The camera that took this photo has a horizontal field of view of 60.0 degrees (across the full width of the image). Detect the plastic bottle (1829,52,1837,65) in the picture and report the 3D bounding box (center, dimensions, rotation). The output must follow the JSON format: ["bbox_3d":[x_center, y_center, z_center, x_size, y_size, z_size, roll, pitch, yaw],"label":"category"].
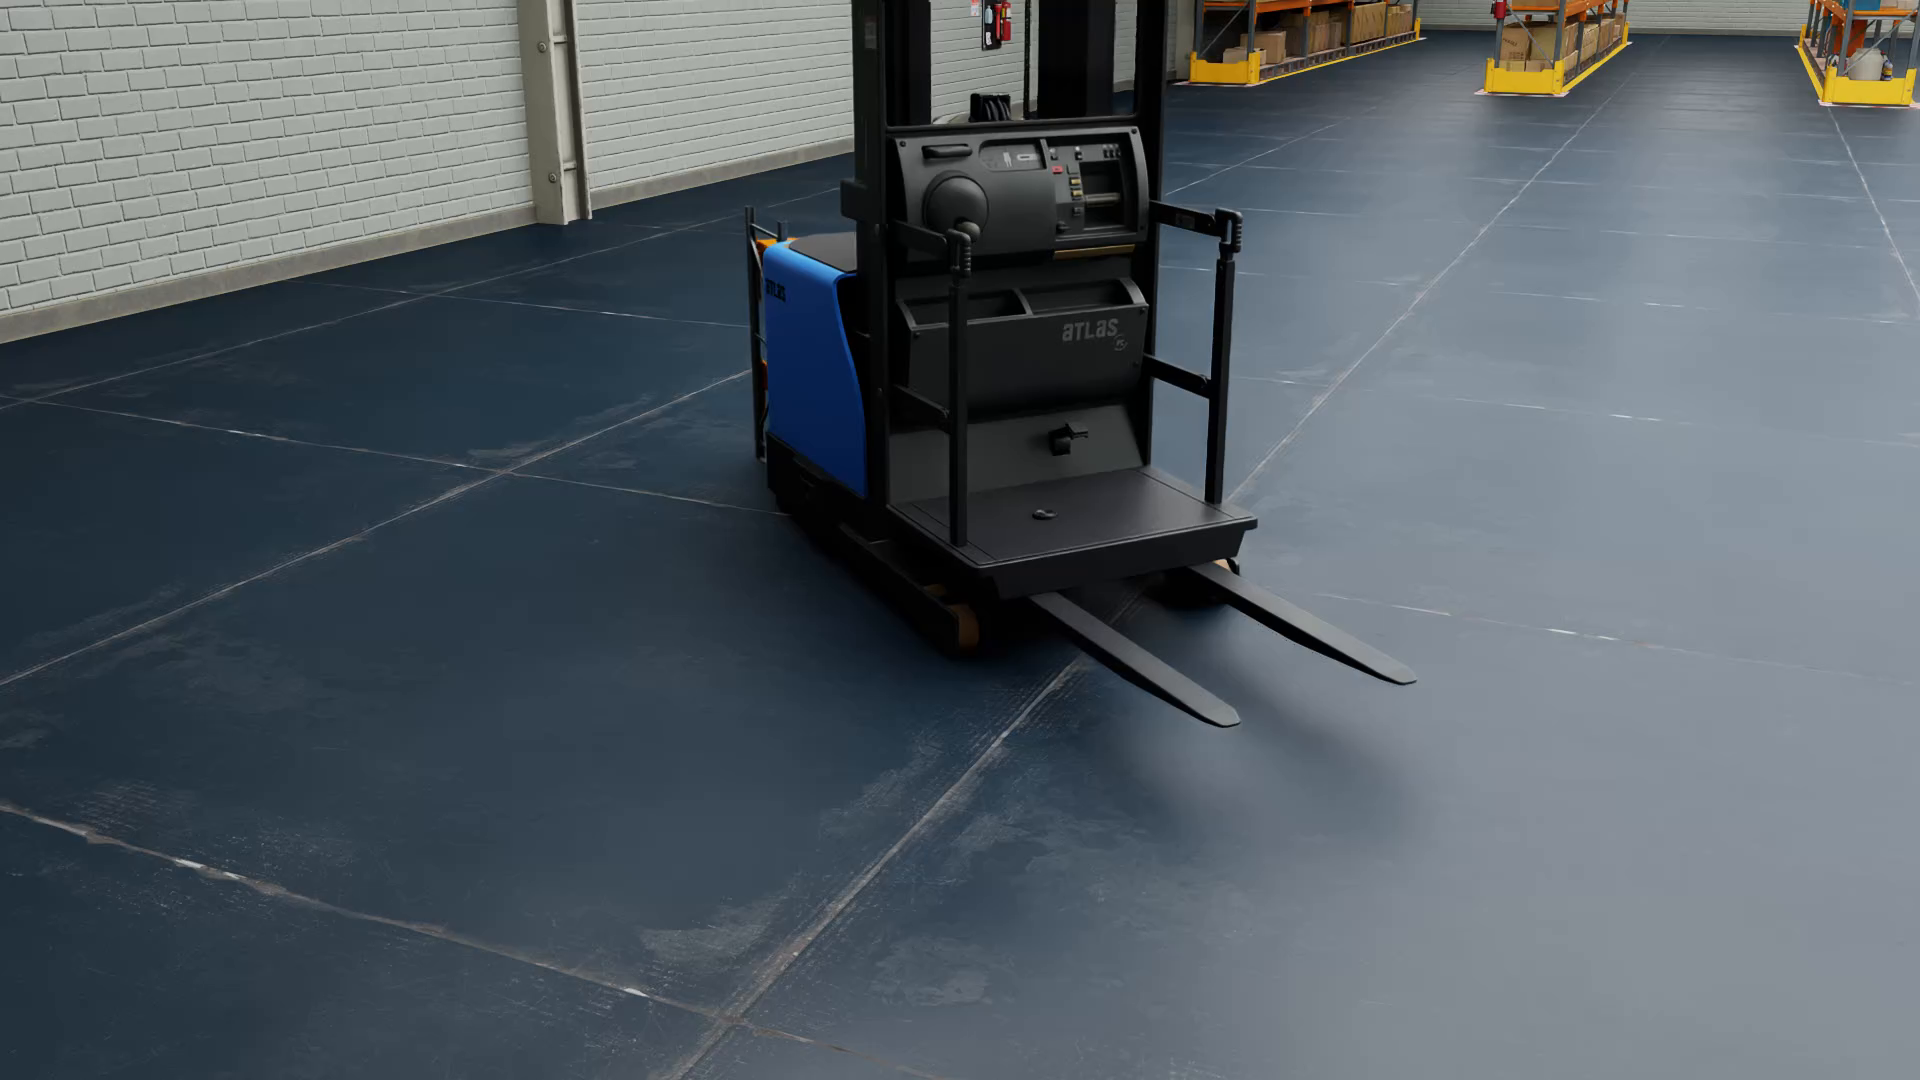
[{"bbox_3d":[14.407,-7.865,27.403,0.144,0.351,0.185,8,21,20],"label":"plastic bottle"}]

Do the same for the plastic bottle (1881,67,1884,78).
[{"bbox_3d":[14.804,-7.496,26.590,0.097,0.201,0.097,0,20,0],"label":"plastic bottle"}]

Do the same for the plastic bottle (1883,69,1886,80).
[{"bbox_3d":[14.625,-7.362,26.213,0.097,0.201,0.097,0,20,0],"label":"plastic bottle"}]

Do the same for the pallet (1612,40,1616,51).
[{"bbox_3d":[14.234,-11.175,37.577,1.003,0.211,1.213,9,21,23],"label":"pallet"}]

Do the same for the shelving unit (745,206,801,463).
[{"bbox_3d":[-0.345,-0.900,7.319,1.048,1.125,0.538,-8,21,-22],"label":"shelving unit"}]

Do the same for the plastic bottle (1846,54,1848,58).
[{"bbox_3d":[14.616,-7.902,27.510,0.144,0.351,0.185,9,21,23],"label":"plastic bottle"}]

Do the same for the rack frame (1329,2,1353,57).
[{"bbox_3d":[7.793,-11.735,34.989,1.000,3.000,0.127,9,21,23],"label":"rack frame"}]

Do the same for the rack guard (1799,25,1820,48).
[{"bbox_3d":[20.105,-11.653,38.488,1.175,0.500,0.348,9,21,23],"label":"rack guard"}]

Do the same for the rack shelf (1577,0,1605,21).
[{"bbox_3d":[11.495,-10.106,31.483,1.077,0.370,4.000,9,21,23],"label":"rack shelf"}]

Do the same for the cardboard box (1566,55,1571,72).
[{"bbox_3d":[10.076,-8.105,28.259,0.500,0.250,0.500,9,21,23],"label":"cardboard box"}]

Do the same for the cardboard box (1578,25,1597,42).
[{"bbox_3d":[12.117,-9.869,32.383,0.500,0.311,0.500,8,21,22],"label":"cardboard box"}]

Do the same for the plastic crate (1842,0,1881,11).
[{"bbox_3d":[13.488,-8.054,24.861,0.499,0.251,0.616,9,21,23],"label":"plastic crate"}]

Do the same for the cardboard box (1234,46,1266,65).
[{"bbox_3d":[5.116,-8.603,29.540,0.500,0.311,0.500,11,22,27],"label":"cardboard box"}]

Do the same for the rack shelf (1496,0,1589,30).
[{"bbox_3d":[9.857,-8.883,28.044,1.077,0.370,4.000,9,21,23],"label":"rack shelf"}]

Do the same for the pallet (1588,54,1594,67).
[{"bbox_3d":[11.941,-9.496,32.856,1.003,0.211,1.213,9,21,23],"label":"pallet"}]

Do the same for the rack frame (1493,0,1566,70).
[{"bbox_3d":[9.038,-8.611,26.205,1.000,3.000,0.127,9,21,23],"label":"rack frame"}]

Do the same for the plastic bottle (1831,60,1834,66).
[{"bbox_3d":[14.093,-7.591,26.746,0.152,0.276,0.135,8,21,21],"label":"plastic bottle"}]

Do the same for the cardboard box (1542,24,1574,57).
[{"bbox_3d":[10.077,-8.458,28.133,0.500,0.500,0.500,9,21,23],"label":"cardboard box"}]

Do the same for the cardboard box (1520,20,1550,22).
[{"bbox_3d":[10.201,-8.990,29.630,0.500,0.500,0.500,9,21,23],"label":"cardboard box"}]

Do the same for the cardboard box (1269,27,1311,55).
[{"bbox_3d":[6.441,-9.769,32.535,0.700,0.500,0.500,9,22,25],"label":"cardboard box"}]

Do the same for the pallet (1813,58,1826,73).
[{"bbox_3d":[16.479,-8.830,30.983,1.003,0.211,1.213,9,21,23],"label":"pallet"}]

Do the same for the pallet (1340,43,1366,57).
[{"bbox_3d":[8.185,-10.652,36.105,1.003,0.211,1.213,9,21,23],"label":"pallet"}]

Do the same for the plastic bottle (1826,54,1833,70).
[{"bbox_3d":[14.663,-8.037,28.007,0.097,0.271,0.097,0,20,0],"label":"plastic bottle"}]

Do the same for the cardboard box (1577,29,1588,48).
[{"bbox_3d":[11.282,-9.245,30.627,0.500,0.311,0.500,8,21,22],"label":"cardboard box"}]

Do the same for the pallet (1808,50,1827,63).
[{"bbox_3d":[17.617,-9.680,33.373,1.003,0.211,1.213,9,21,23],"label":"pallet"}]

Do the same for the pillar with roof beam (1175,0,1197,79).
[{"bbox_3d":[7.942,-11.858,26.382,9.100,9.000,0.400,9,21,23],"label":"pillar with roof beam"}]

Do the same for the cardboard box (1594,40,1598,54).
[{"bbox_3d":[12.321,-9.764,32.925,0.500,0.250,0.500,9,22,24],"label":"cardboard box"}]

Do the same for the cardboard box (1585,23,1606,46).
[{"bbox_3d":[12.970,-10.347,34.160,0.500,0.500,0.500,8,21,21],"label":"cardboard box"}]

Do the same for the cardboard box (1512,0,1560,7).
[{"bbox_3d":[9.241,-8.799,26.584,0.700,0.500,0.500,9,21,23],"label":"cardboard box"}]

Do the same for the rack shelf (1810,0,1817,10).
[{"bbox_3d":[19.289,-11.871,36.445,1.077,0.370,4.000,9,21,23],"label":"rack shelf"}]

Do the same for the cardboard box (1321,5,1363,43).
[{"bbox_3d":[8.214,-11.127,35.861,0.750,0.750,0.750,8,21,22],"label":"cardboard box"}]

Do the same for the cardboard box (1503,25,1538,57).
[{"bbox_3d":[9.382,-8.379,27.910,0.500,0.500,0.500,9,21,23],"label":"cardboard box"}]

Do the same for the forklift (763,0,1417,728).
[{"bbox_3d":[0.316,-1.179,5.411,1.130,2.935,3.031,-10,22,-25],"label":"forklift"}]

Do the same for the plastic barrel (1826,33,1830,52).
[{"bbox_3d":[17.166,-9.738,32.460,0.421,0.512,0.421,0,20,0],"label":"plastic barrel"}]

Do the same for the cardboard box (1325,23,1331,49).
[{"bbox_3d":[7.229,-10.396,34.298,0.700,0.500,0.500,9,21,23],"label":"cardboard box"}]

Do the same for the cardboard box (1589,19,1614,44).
[{"bbox_3d":[13.801,-10.969,35.908,0.500,0.500,0.500,9,21,23],"label":"cardboard box"}]

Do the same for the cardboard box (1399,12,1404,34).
[{"bbox_3d":[10.464,-12.666,40.711,0.700,0.500,0.500,8,21,21],"label":"cardboard box"}]

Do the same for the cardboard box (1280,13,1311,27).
[{"bbox_3d":[6.619,-10.257,32.790,0.500,0.250,0.500,8,21,22],"label":"cardboard box"}]

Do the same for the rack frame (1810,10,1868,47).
[{"bbox_3d":[18.470,-11.598,34.605,1.000,3.000,0.127,9,21,23],"label":"rack frame"}]

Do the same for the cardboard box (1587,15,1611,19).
[{"bbox_3d":[14.717,-11.885,38.481,0.797,0.503,0.637,9,21,23],"label":"cardboard box"}]

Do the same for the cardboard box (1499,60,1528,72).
[{"bbox_3d":[8.988,-7.718,27.170,0.500,0.250,0.500,9,21,23],"label":"cardboard box"}]

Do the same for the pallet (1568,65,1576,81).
[{"bbox_3d":[10.312,-8.282,29.443,1.003,0.211,1.213,9,21,23],"label":"pallet"}]

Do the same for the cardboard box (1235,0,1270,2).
[{"bbox_3d":[5.007,-9.334,28.432,0.500,0.250,0.500,8,21,21],"label":"cardboard box"}]

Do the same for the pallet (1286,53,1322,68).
[{"bbox_3d":[6.473,-9.437,32.688,1.003,0.211,1.213,9,21,23],"label":"pallet"}]

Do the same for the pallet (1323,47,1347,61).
[{"bbox_3d":[7.472,-10.182,34.785,1.003,0.211,1.213,9,21,23],"label":"pallet"}]

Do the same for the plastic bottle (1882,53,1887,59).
[{"bbox_3d":[14.982,-7.718,26.992,0.144,0.351,0.185,8,21,22],"label":"plastic bottle"}]

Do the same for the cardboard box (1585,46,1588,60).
[{"bbox_3d":[11.487,-9.140,31.170,0.500,0.250,0.500,8,21,21],"label":"cardboard box"}]

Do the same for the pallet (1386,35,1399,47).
[{"bbox_3d":[9.814,-11.866,39.518,1.003,0.211,1.213,9,21,23],"label":"pallet"}]

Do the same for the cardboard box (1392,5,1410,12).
[{"bbox_3d":[10.883,-13.136,41.065,0.380,0.149,0.250,9,22,24],"label":"cardboard box"}]

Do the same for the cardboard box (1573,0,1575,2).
[{"bbox_3d":[10.290,-9.582,28.787,0.700,0.500,0.500,8,21,22],"label":"cardboard box"}]

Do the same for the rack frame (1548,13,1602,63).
[{"bbox_3d":[12.314,-11.056,33.081,1.000,3.000,0.127,9,21,23],"label":"rack frame"}]
